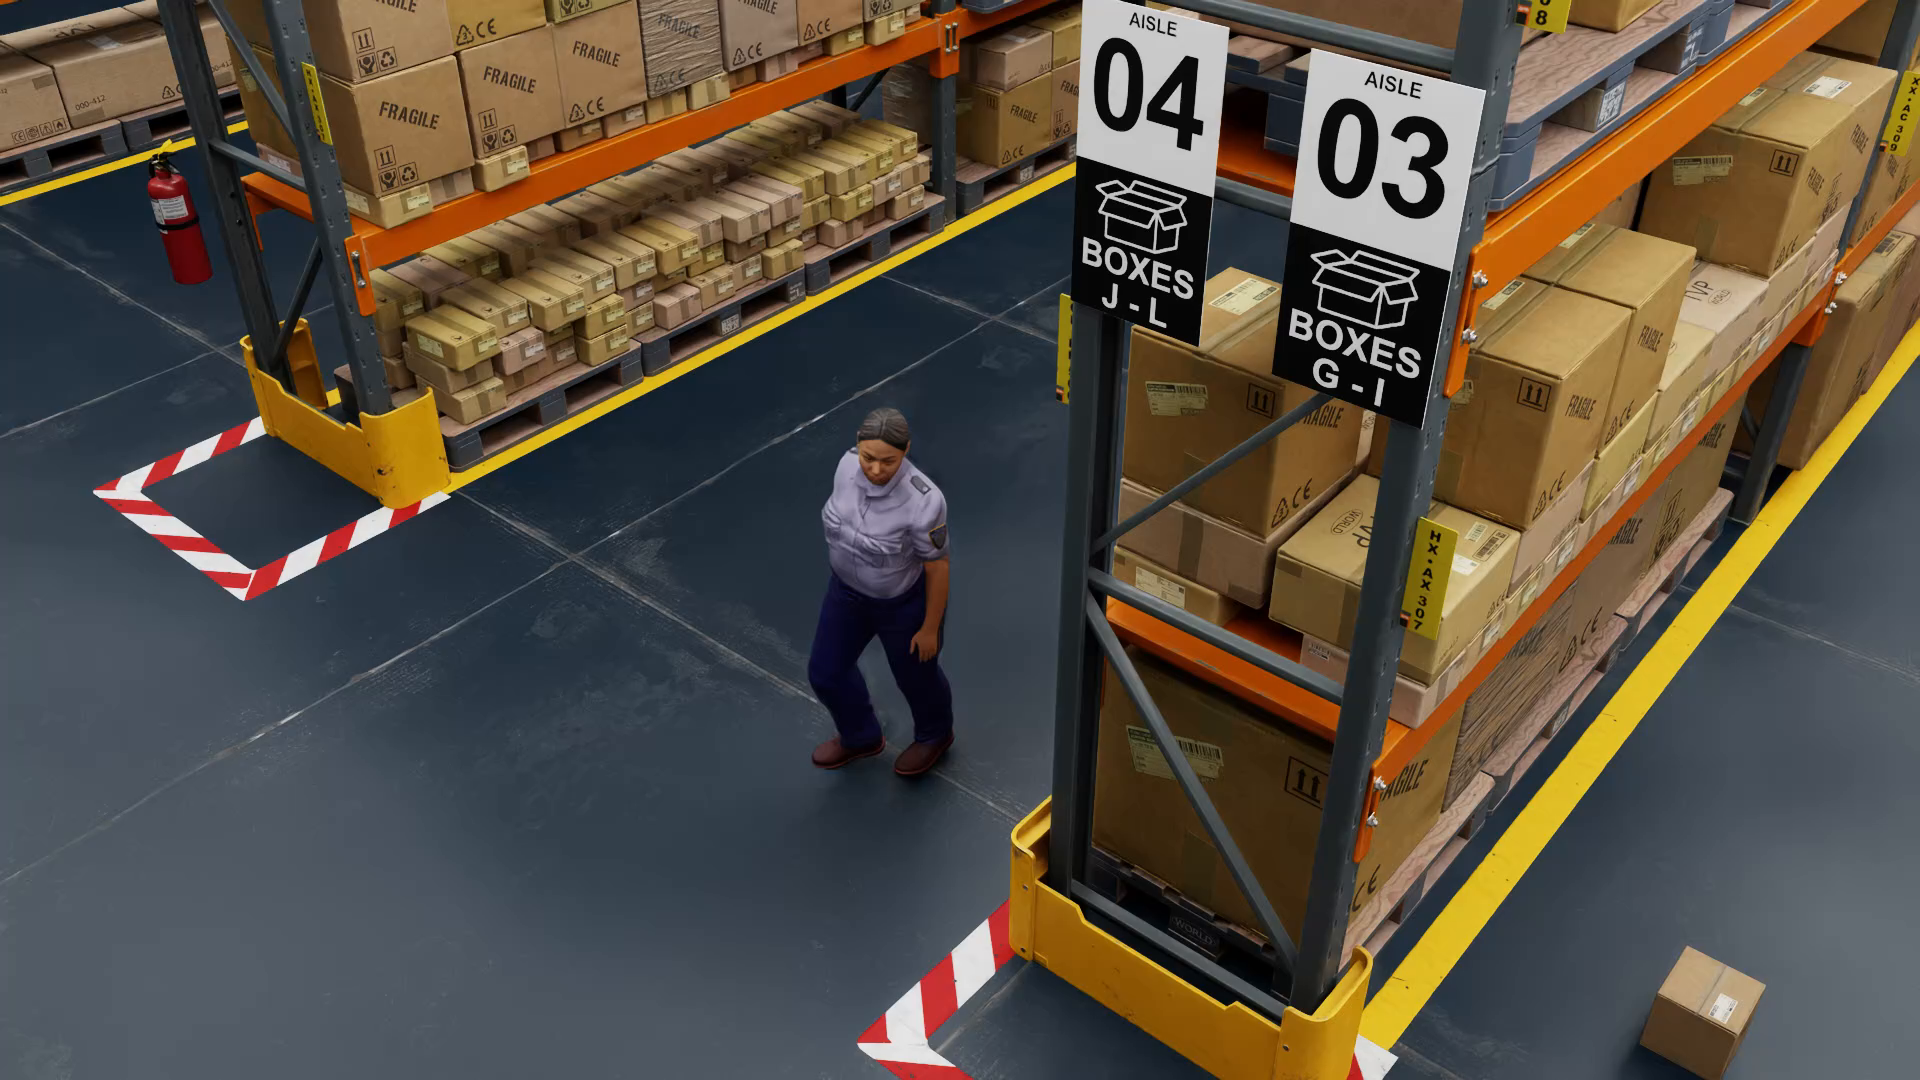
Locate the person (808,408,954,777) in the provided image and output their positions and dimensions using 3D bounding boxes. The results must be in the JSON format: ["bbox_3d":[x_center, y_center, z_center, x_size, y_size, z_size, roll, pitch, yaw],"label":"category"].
[{"bbox_3d":[-0.249,0.201,5.876,0.579,1.661,0.496,24,42,30],"label":"person"}]
